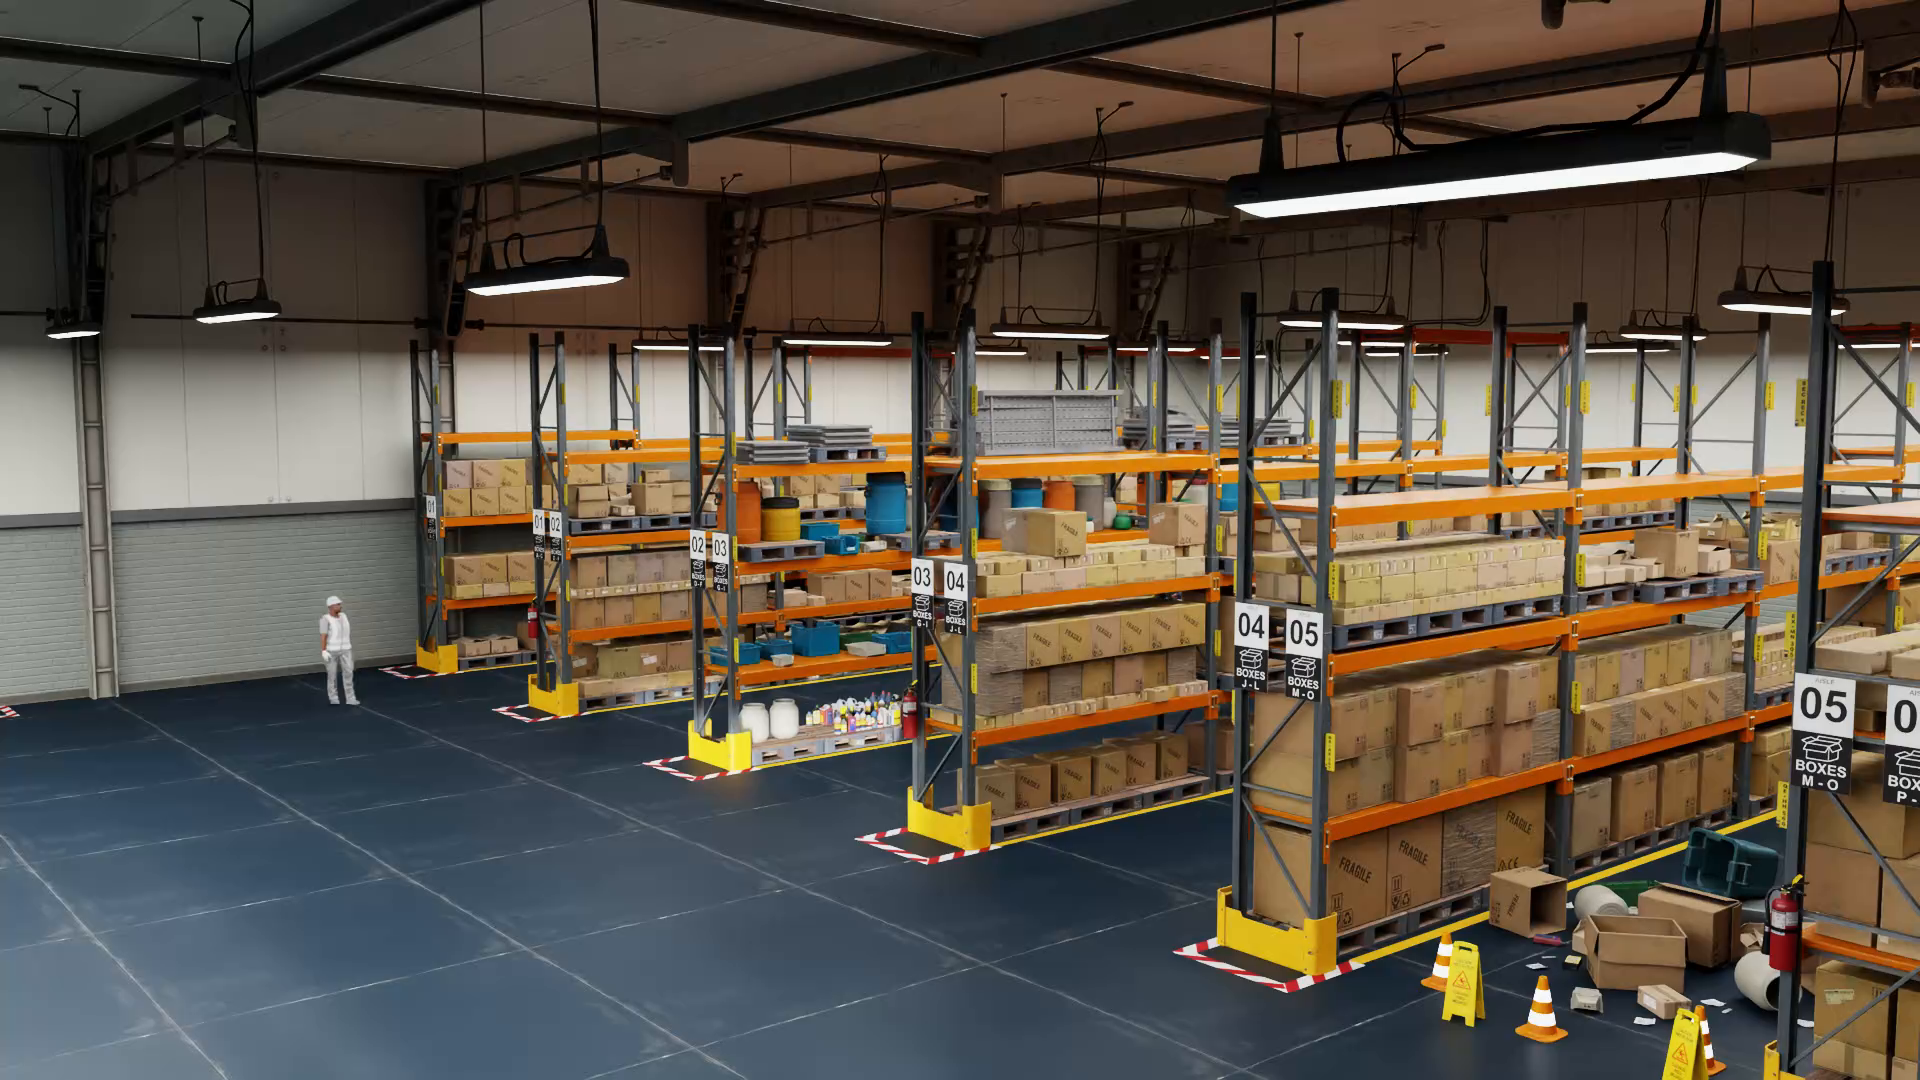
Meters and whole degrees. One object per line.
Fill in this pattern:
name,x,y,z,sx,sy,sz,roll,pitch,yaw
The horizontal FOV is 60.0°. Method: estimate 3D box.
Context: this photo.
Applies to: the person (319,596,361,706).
person,-10.060,1.798,26.905,0.563,1.785,0.603,-5,7,-41
